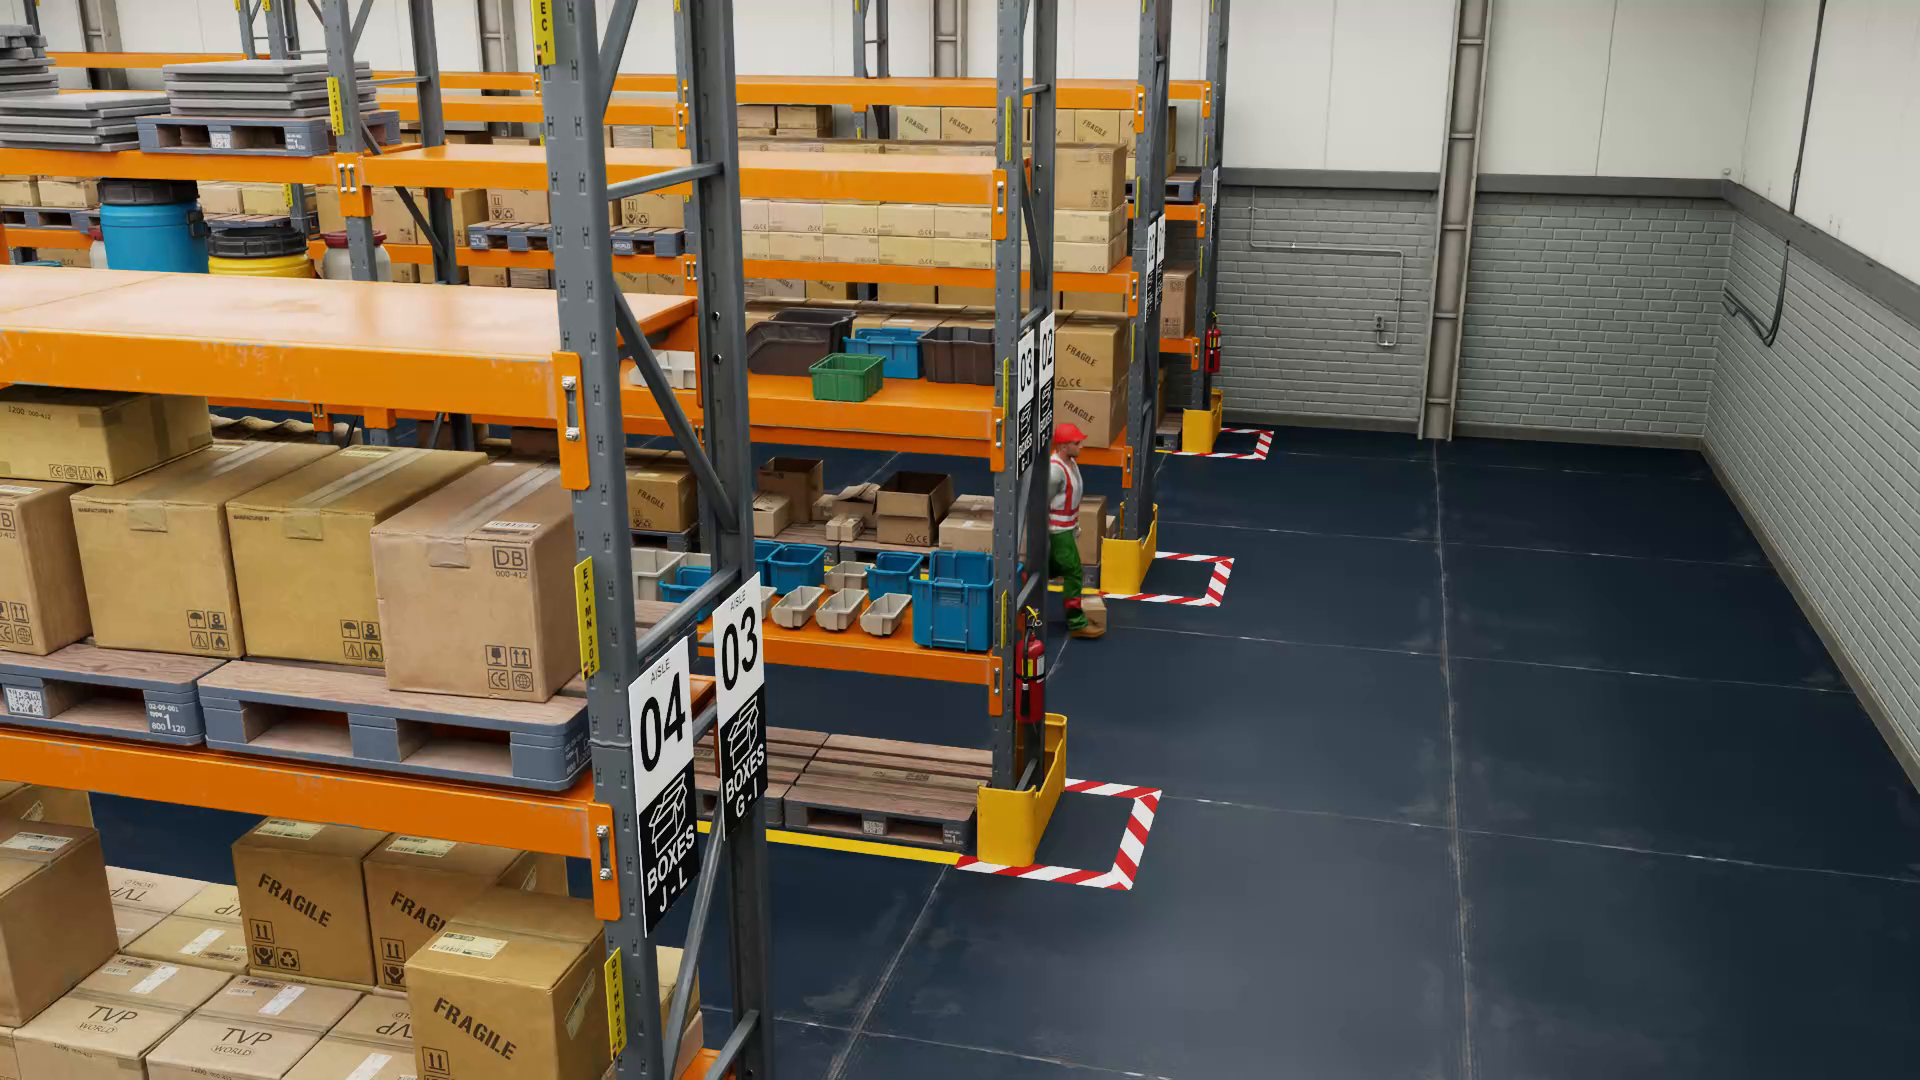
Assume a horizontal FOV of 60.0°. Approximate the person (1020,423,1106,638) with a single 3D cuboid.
[{"bbox_3d":[0.770,-0.101,13.548,0.947,1.767,0.574,5,19,15],"label":"person"}]
